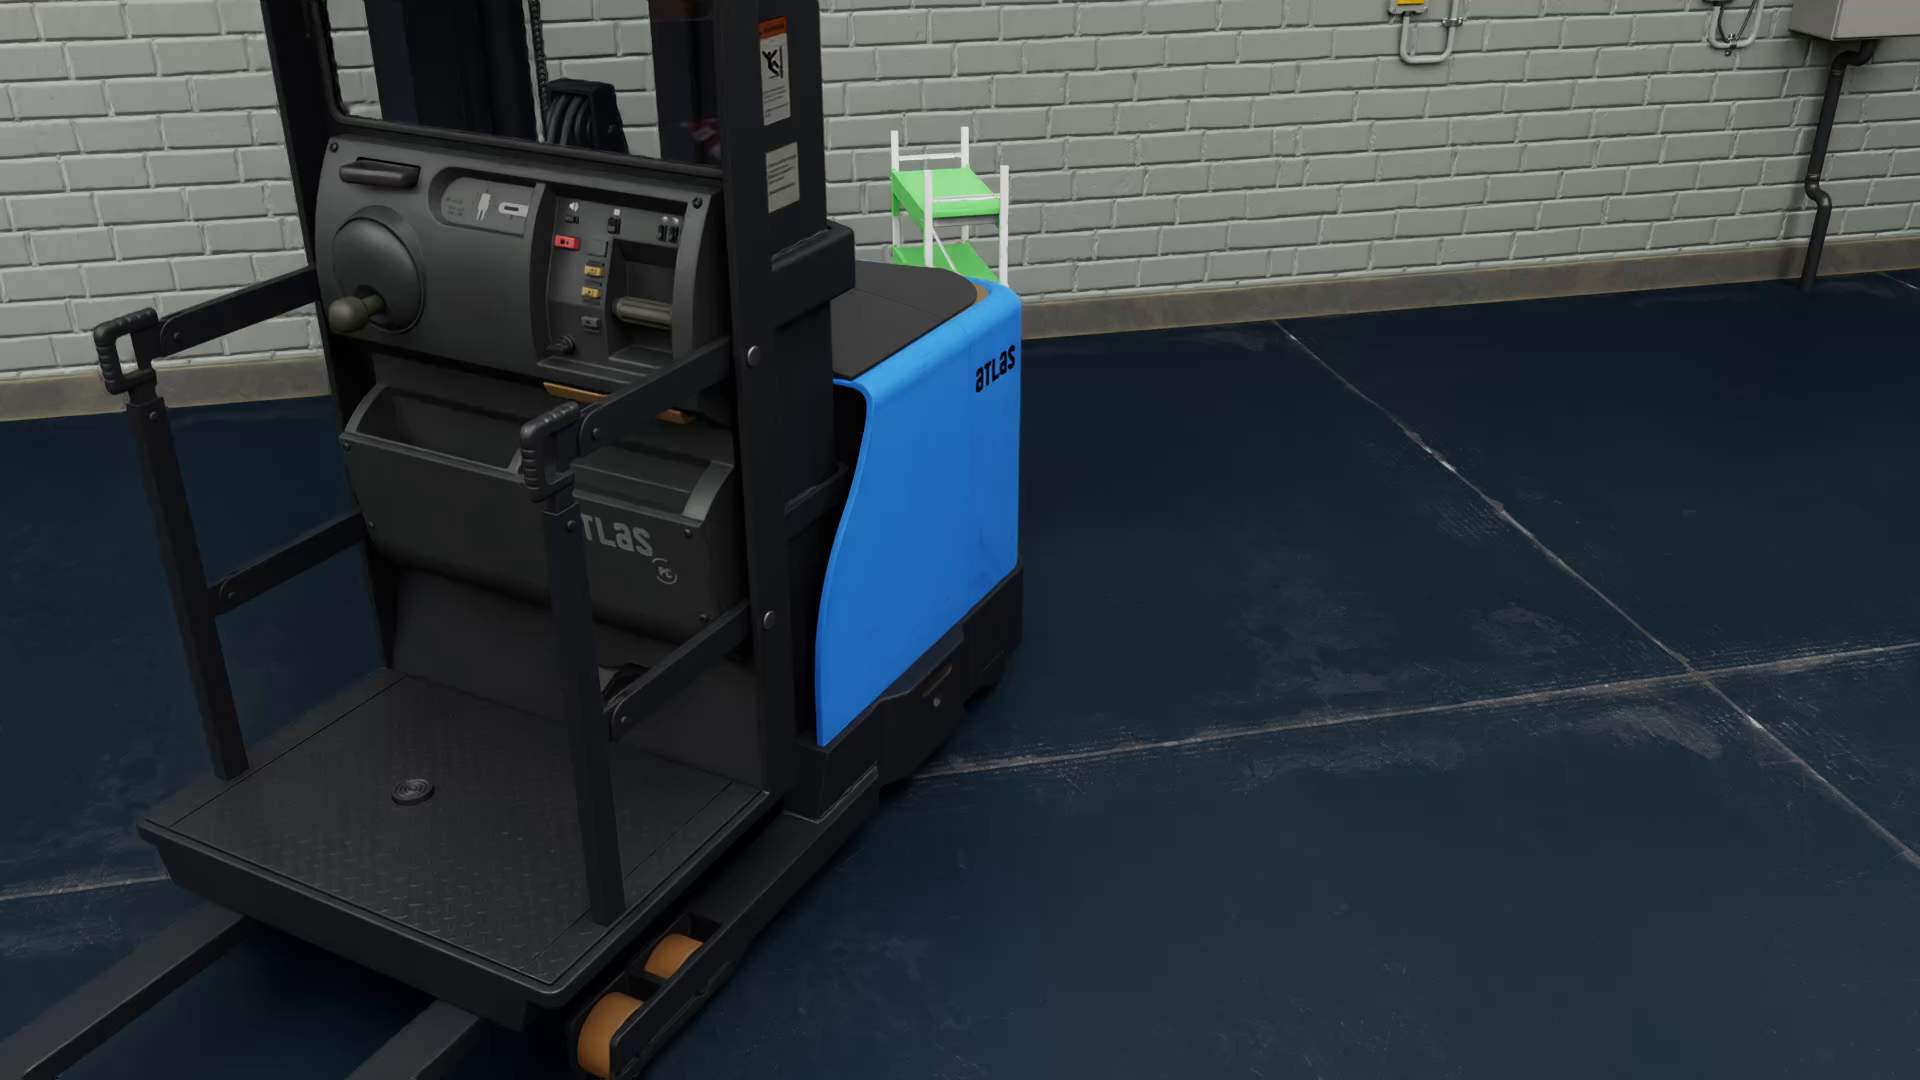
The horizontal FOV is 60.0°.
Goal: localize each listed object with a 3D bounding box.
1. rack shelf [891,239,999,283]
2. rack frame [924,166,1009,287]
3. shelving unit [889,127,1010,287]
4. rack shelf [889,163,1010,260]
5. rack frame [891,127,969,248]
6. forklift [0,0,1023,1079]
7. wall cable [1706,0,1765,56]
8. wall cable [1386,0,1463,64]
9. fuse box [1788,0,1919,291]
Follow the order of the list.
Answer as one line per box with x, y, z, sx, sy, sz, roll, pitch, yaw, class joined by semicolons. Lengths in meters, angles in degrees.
-0.037;-0.766;5.044;0.258;0.148;0.480;-6;27;-12;rack shelf
0.018;-0.501;4.911;0.240;1.200;0.015;-6;27;-12;rack frame
-0.037;-0.608;5.124;0.258;1.200;0.503;-6;27;-12;shelving unit
-0.037;-0.980;4.936;0.258;0.148;0.480;-6;27;-12;rack shelf
-0.092;-0.715;5.336;0.240;1.200;0.015;-6;27;-12;rack frame
-0.963;-0.500;2.988;1.130;2.935;3.031;13;30;25;forklift
3.138;-2.911;6.561;0.588;1.984;0.122;-6;27;-12;wall cable
1.758;-2.776;6.259;0.585;1.953;0.123;-6;27;-12;wall cable
3.838;-1.883;7.081;0.539;1.711;0.414;-6;27;-12;fuse box
